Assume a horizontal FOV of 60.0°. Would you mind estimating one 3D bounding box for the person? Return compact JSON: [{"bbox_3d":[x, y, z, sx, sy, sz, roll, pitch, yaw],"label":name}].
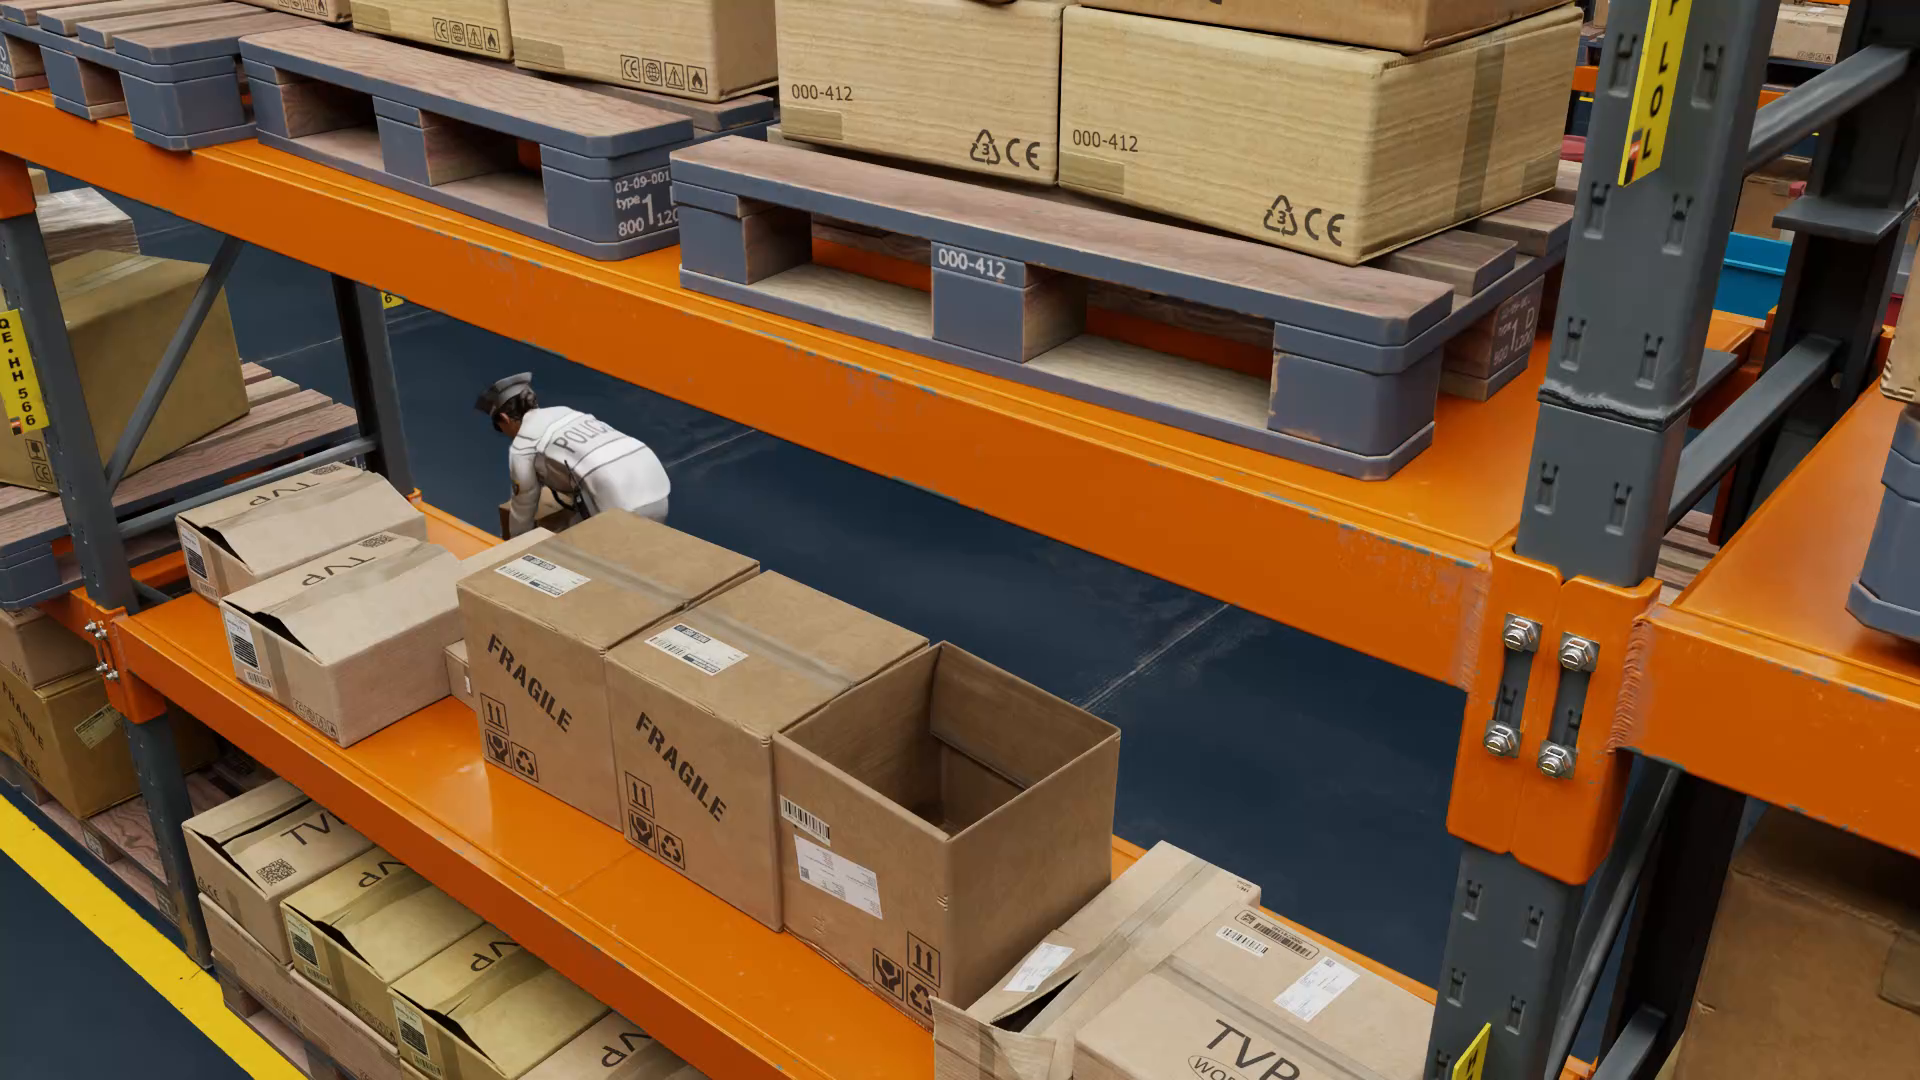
[{"bbox_3d":[-1.548,-0.054,6.737,0.908,1.193,0.430,19,33,32],"label":"person"}]
